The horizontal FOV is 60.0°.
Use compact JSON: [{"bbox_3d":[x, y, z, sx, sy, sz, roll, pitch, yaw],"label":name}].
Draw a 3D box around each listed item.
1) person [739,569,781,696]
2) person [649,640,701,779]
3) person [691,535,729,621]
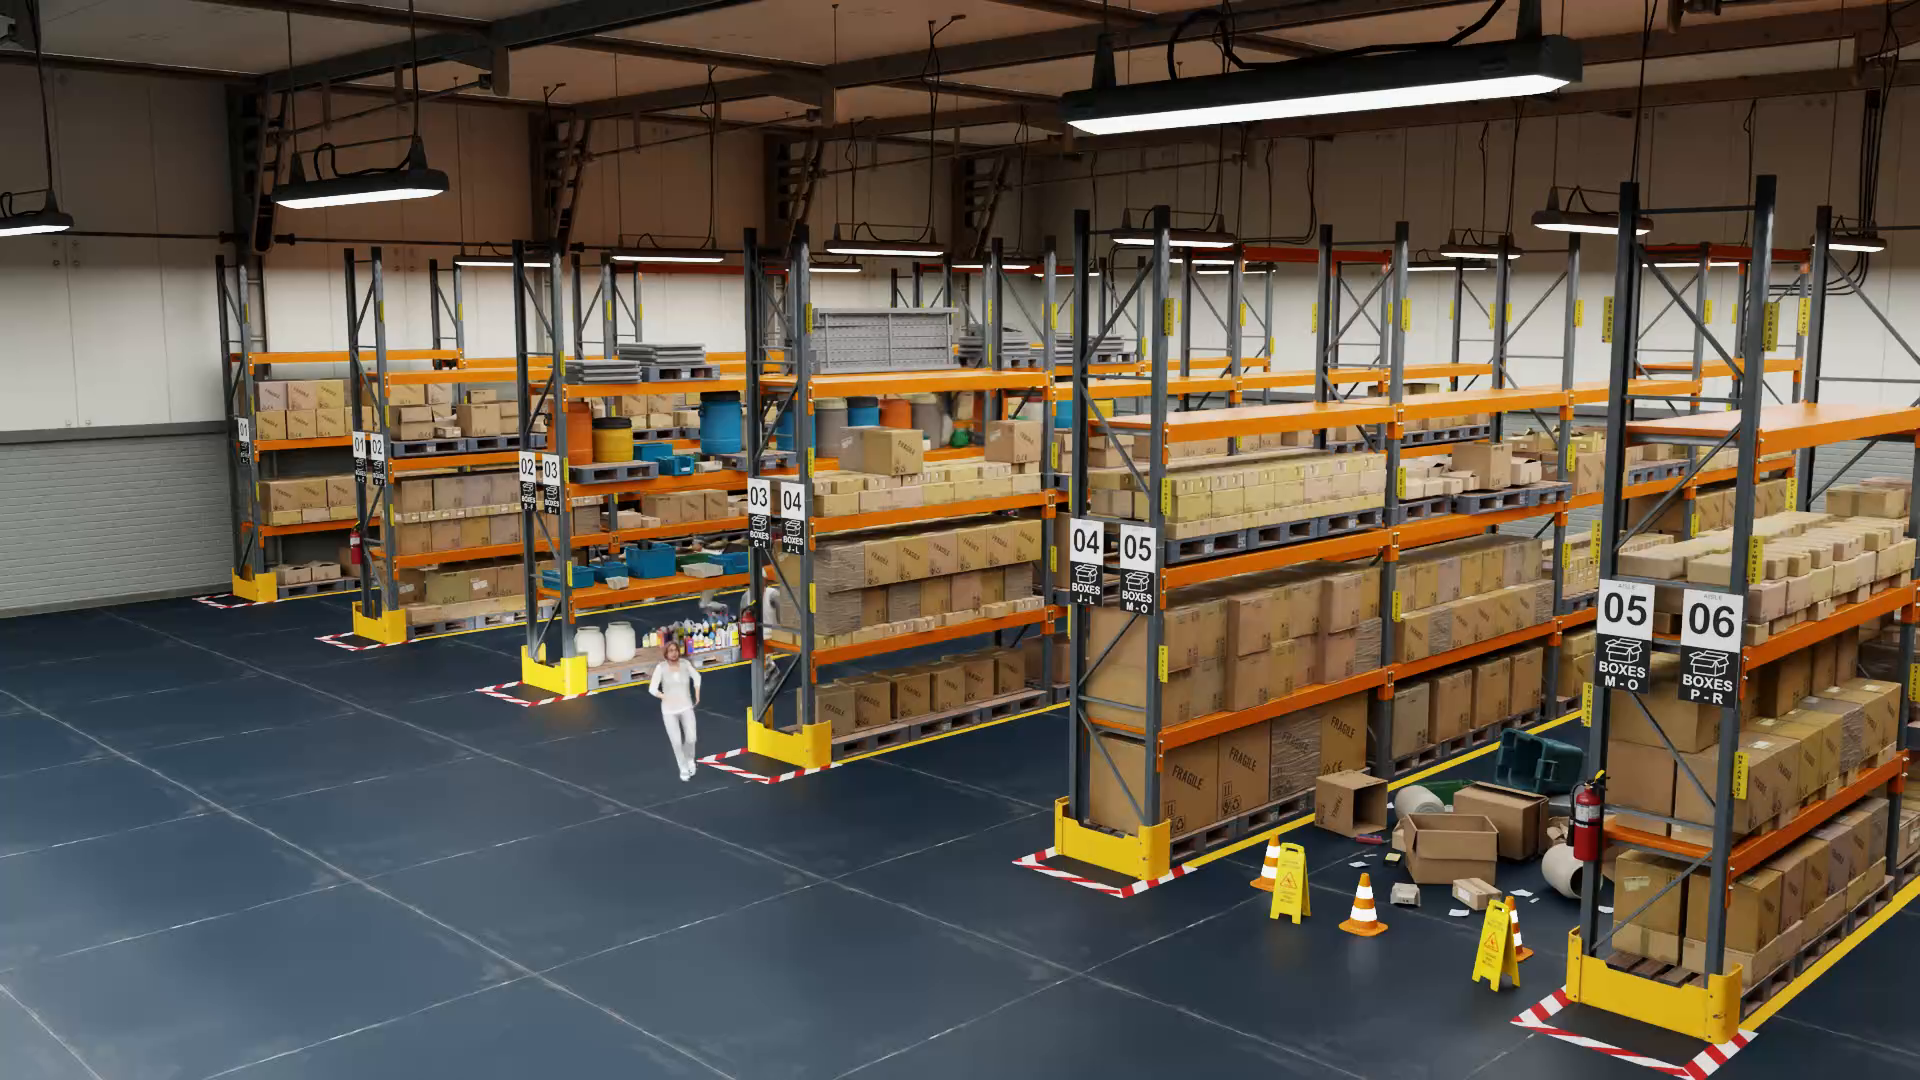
[{"bbox_3d":[-2.605,1.222,21.788,0.661,1.735,0.642,3,9,20],"label":"person"},{"bbox_3d":[-3.065,1.850,18.003,0.573,1.556,0.495,-3,9,-18],"label":"person"},{"bbox_3d":[-3.956,0.700,26.054,0.655,1.616,0.604,-7,11,-40],"label":"person"}]
